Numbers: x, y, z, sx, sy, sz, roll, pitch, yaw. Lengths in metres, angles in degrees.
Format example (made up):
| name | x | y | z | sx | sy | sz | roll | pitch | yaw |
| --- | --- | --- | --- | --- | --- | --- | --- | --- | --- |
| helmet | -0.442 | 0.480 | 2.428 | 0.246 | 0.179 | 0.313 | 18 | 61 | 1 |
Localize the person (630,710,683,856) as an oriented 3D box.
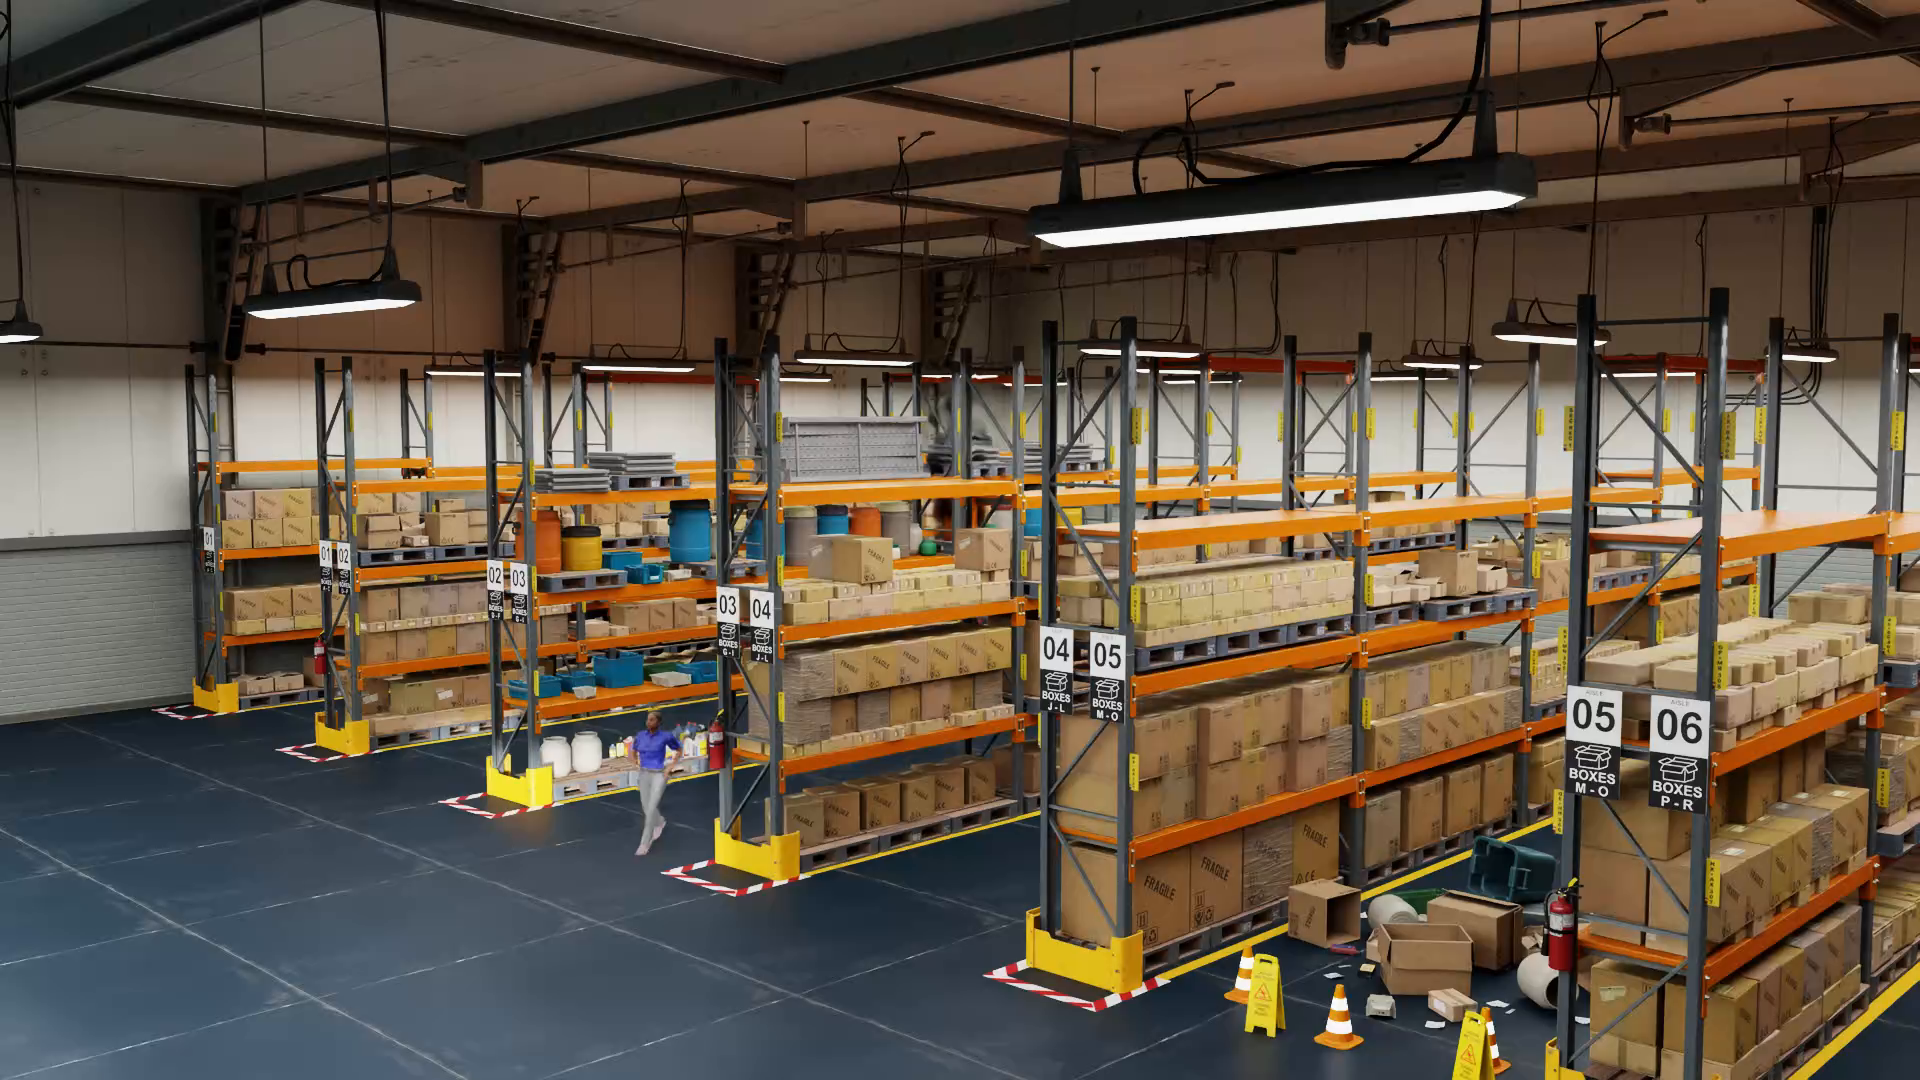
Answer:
| name | x | y | z | sx | sy | sz | roll | pitch | yaw |
| --- | --- | --- | --- | --- | --- | --- | --- | --- | --- |
| person | -3.607 | 2.896 | 19.706 | 0.606 | 1.603 | 0.781 | 1 | 5 | 17 |
